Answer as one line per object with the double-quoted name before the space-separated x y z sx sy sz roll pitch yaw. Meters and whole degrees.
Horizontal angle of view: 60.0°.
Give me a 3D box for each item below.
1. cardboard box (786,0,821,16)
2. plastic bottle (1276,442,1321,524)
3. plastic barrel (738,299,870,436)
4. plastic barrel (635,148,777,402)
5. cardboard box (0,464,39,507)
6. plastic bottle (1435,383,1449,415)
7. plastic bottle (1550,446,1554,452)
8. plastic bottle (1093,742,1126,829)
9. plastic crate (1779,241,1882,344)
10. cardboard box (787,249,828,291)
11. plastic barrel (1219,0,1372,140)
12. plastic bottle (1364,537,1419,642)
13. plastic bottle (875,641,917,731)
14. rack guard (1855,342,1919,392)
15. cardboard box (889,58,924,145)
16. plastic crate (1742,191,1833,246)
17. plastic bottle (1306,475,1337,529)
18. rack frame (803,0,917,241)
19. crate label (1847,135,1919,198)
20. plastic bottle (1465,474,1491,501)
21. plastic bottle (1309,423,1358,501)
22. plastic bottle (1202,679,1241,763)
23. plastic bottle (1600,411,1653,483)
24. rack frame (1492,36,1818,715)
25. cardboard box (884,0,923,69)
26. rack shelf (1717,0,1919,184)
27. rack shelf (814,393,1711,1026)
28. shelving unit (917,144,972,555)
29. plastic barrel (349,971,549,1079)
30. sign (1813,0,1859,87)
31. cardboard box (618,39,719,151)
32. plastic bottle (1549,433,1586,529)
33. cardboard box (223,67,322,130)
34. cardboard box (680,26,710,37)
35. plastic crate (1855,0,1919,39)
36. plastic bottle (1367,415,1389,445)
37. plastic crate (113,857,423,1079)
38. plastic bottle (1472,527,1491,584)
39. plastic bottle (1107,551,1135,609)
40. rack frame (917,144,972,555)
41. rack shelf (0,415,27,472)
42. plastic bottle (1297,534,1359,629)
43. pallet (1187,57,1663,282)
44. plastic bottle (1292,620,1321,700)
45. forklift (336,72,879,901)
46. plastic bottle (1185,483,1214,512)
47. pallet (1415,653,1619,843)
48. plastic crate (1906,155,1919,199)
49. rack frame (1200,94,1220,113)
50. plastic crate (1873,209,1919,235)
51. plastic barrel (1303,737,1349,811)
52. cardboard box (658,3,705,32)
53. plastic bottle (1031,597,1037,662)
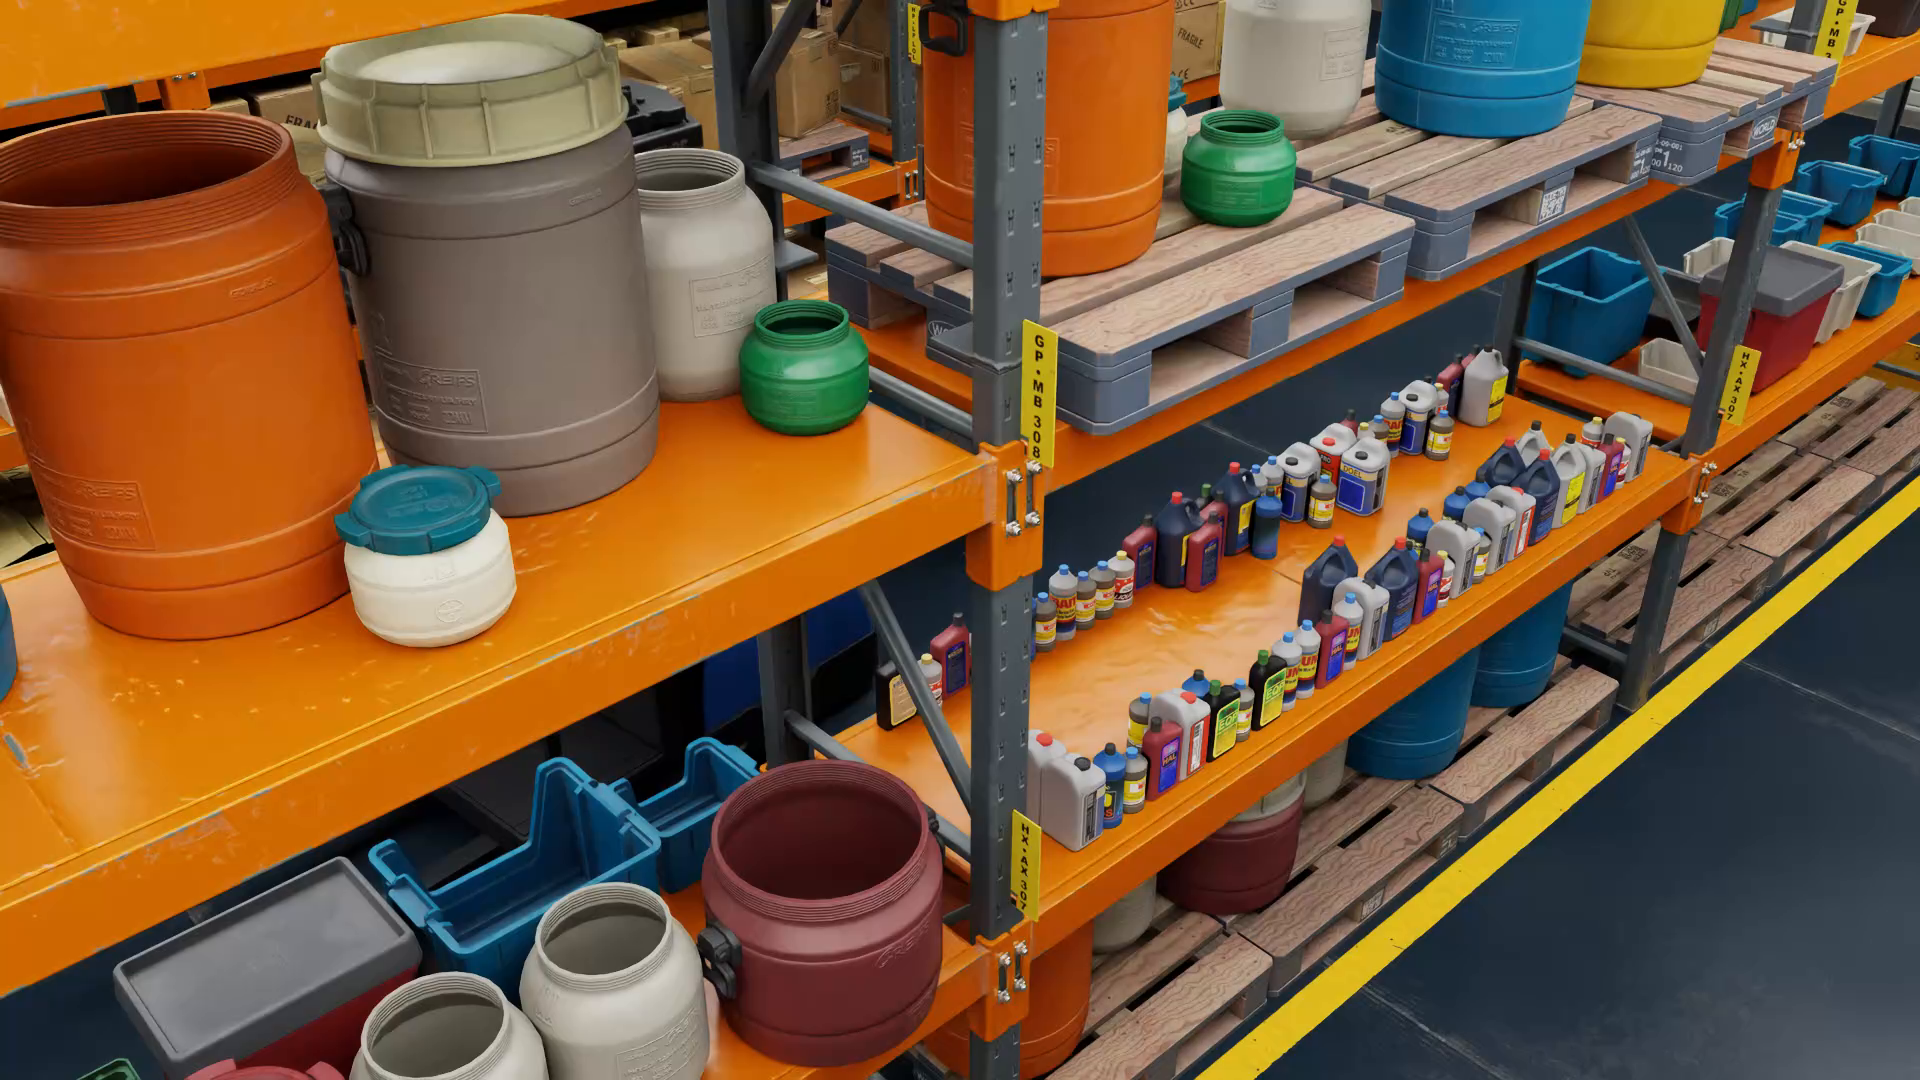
"cardboard box" -1.494 -4.903 15.265 0.250 0.149 0.380 -26 40 -36
"plastic bottle" 1.277 -0.225 6.361 0.135 0.276 0.152 -26 40 -35
"plastic barrel" -0.355 -0.394 3.793 0.294 0.245 0.294 0 31 0
"plastic barrel" -0.645 -0.623 3.910 0.421 0.512 0.421 0 31 0
"cardboard box" -4.537 -0.167 7.843 0.500 0.311 0.500 -27 40 -37
"plastic bottle" 1.996 -0.560 6.981 0.097 0.201 0.097 0 31 0
"plastic bottle" 2.289 -0.270 6.507 0.097 0.201 0.097 0 31 0
"plastic bottle" 0.432 0.706 4.843 0.097 0.271 0.097 0 31 0
"plastic crate" 3.969 -1.153 7.817 0.530 0.282 0.437 -26 40 -35
"cardboard box" -0.808 -1.440 10.204 0.500 0.500 0.500 -26 40 -36
"plastic barrel" 0.989 -1.492 4.906 0.433 0.535 0.433 0 31 0
"plastic bottle" 1.465 0.156 5.667 0.185 0.351 0.144 -26 40 -35
"plastic bottle" -0.202 0.455 5.243 0.133 0.283 0.061 -26 40 -35
"rack guard" 5.666 -1.073 10.025 0.348 0.500 1.175 -26 40 -35
"cardboard box" -0.082 -2.722 10.231 0.500 0.500 0.500 -25 39 -34
"plastic crate" 4.287 -1.651 8.678 0.300 0.233 0.416 -26 40 -35
"plastic bottle" 1.375 -0.152 6.314 0.097 0.201 0.097 0 31 0
"rack frame" -0.641 -2.603 10.132 0.127 3.000 1.000 -26 40 -35
"crate label" 5.253 -2.118 9.442 0.303 0.233 0.416 -26 40 -35
"plastic bottle" 1.919 -0.121 6.196 0.097 0.271 0.097 0 31 0
"plastic bottle" 1.447 -0.307 6.496 0.135 0.276 0.152 -26 40 -35
"plastic bottle" 0.797 0.538 5.107 0.133 0.283 0.061 -26 40 -35
"plastic bottle" 2.655 -0.391 6.632 0.135 0.276 0.152 -26 40 -35
"rack frame" 2.725 -0.707 7.031 0.127 3.000 1.000 -26 40 -35
"cardboard box" -0.104 -3.132 9.942 0.500 0.500 0.500 -25 39 -34
"rack shelf" 4.191 -2.389 7.596 4.000 0.370 1.077 -26 40 -35
"rack shelf" 1.258 0.309 6.058 4.000 0.370 1.077 -26 40 -35
"shelving unit" 0.121 -0.955 8.298 0.503 2.100 0.431 -26 40 -35
"plastic barrel" -1.127 1.260 3.707 0.421 0.512 0.421 0 31 0
"sign" 3.097 -1.779 5.901 0.005 0.325 0.100 -26 40 -35
"cardboard box" -1.601 -2.474 9.423 0.500 0.500 0.700 -19 36 -28
"plastic bottle" 2.273 -0.235 6.306 0.185 0.351 0.144 -26 40 -35
"cardboard box" -5.050 -3.162 12.704 0.750 0.750 0.750 -24 39 -34
"cardboard box" -2.259 -4.386 15.040 0.500 0.500 0.700 -27 41 -37
"plastic crate" 3.822 -2.267 6.832 0.590 0.269 0.497 -26 40 -35
"plastic bottle" 1.683 -0.409 6.734 0.097 0.201 0.097 0 31 0
"plastic crate" -1.602 1.141 3.948 0.583 0.464 0.402 -26 40 -35
"plastic bottle" 1.853 0.049 5.985 0.097 0.201 0.097 0 31 0
"plastic bottle" 0.564 0.132 5.849 0.097 0.201 0.097 0 31 0
"rack frame" -0.058 -0.868 8.157 0.015 2.100 0.400 -26 40 -35
"rack shelf" -5.040 -0.168 6.839 4.000 0.370 1.077 -26 40 -35
"plastic bottle" 1.263 0.145 5.684 0.185 0.351 0.144 -26 40 -35
"pallet" 1.387 -1.187 5.122 1.213 0.211 1.003 -26 40 -35
"plastic bottle" 1.110 0.378 5.379 0.097 0.271 0.097 0 31 0
"forklift" -1.724 -0.190 6.252 1.130 2.935 3.031 25 39 34
"plastic bottle" 0.869 -0.063 6.090 0.133 0.283 0.061 -26 40 -35
"pallet" 2.130 0.740 7.337 1.213 0.211 1.003 -26 40 -35
"plastic crate" 5.539 -1.976 9.015 0.499 0.435 0.616 -26 40 -35
"rack frame" 2.292 -4.022 12.452 0.127 3.000 1.000 -26 40 -35
"plastic crate" 4.960 -1.583 8.659 0.243 0.136 0.396 -26 40 -35
"plastic barrel" 1.320 0.779 6.583 0.421 0.512 0.421 0 31 0
"cardboard box" -2.496 -4.689 14.915 0.250 0.149 0.380 -25 40 -35
"plastic bottle" 0.207 0.275 5.548 0.097 0.271 0.097 0 31 0
